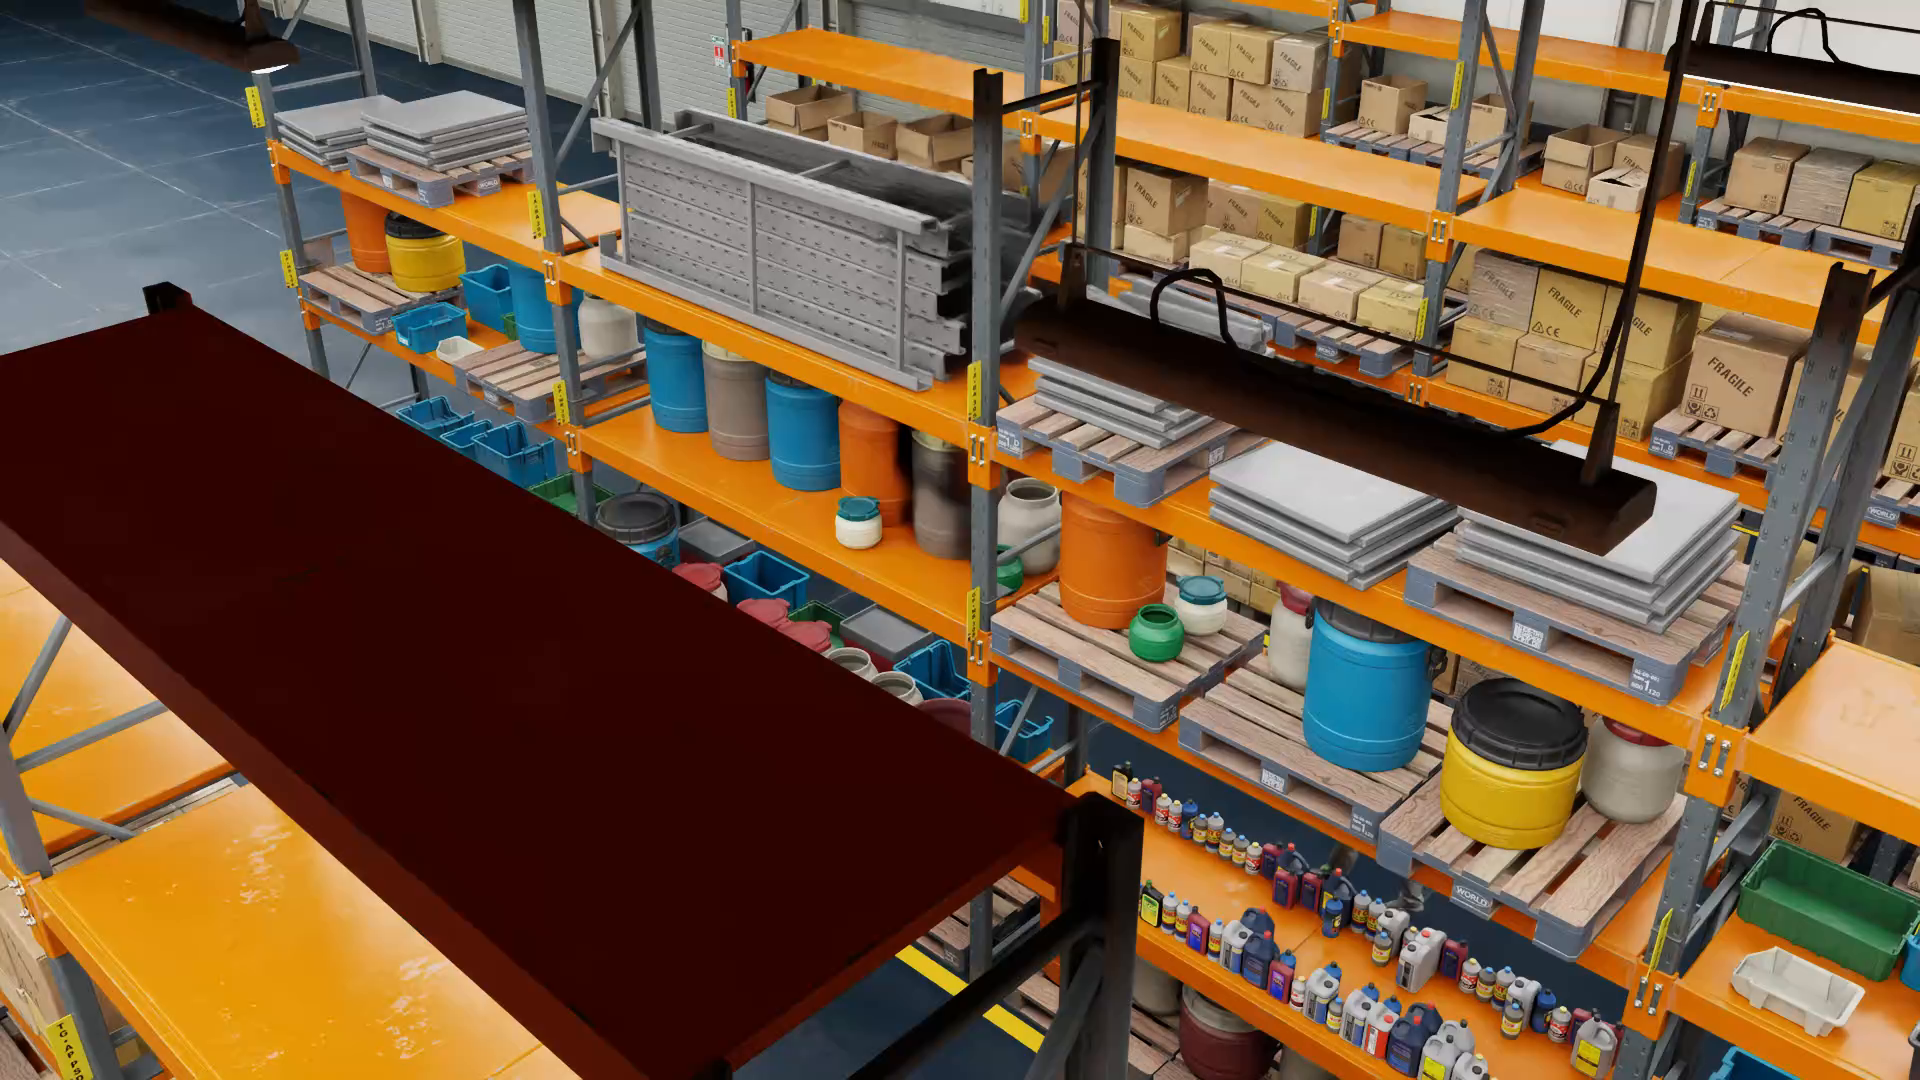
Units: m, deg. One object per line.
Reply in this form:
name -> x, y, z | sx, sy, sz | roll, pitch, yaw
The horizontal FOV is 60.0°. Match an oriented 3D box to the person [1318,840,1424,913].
person -> 2.735, 1.680, 10.927 | 0.864, 1.799, 0.688 | 25, 38, 37
